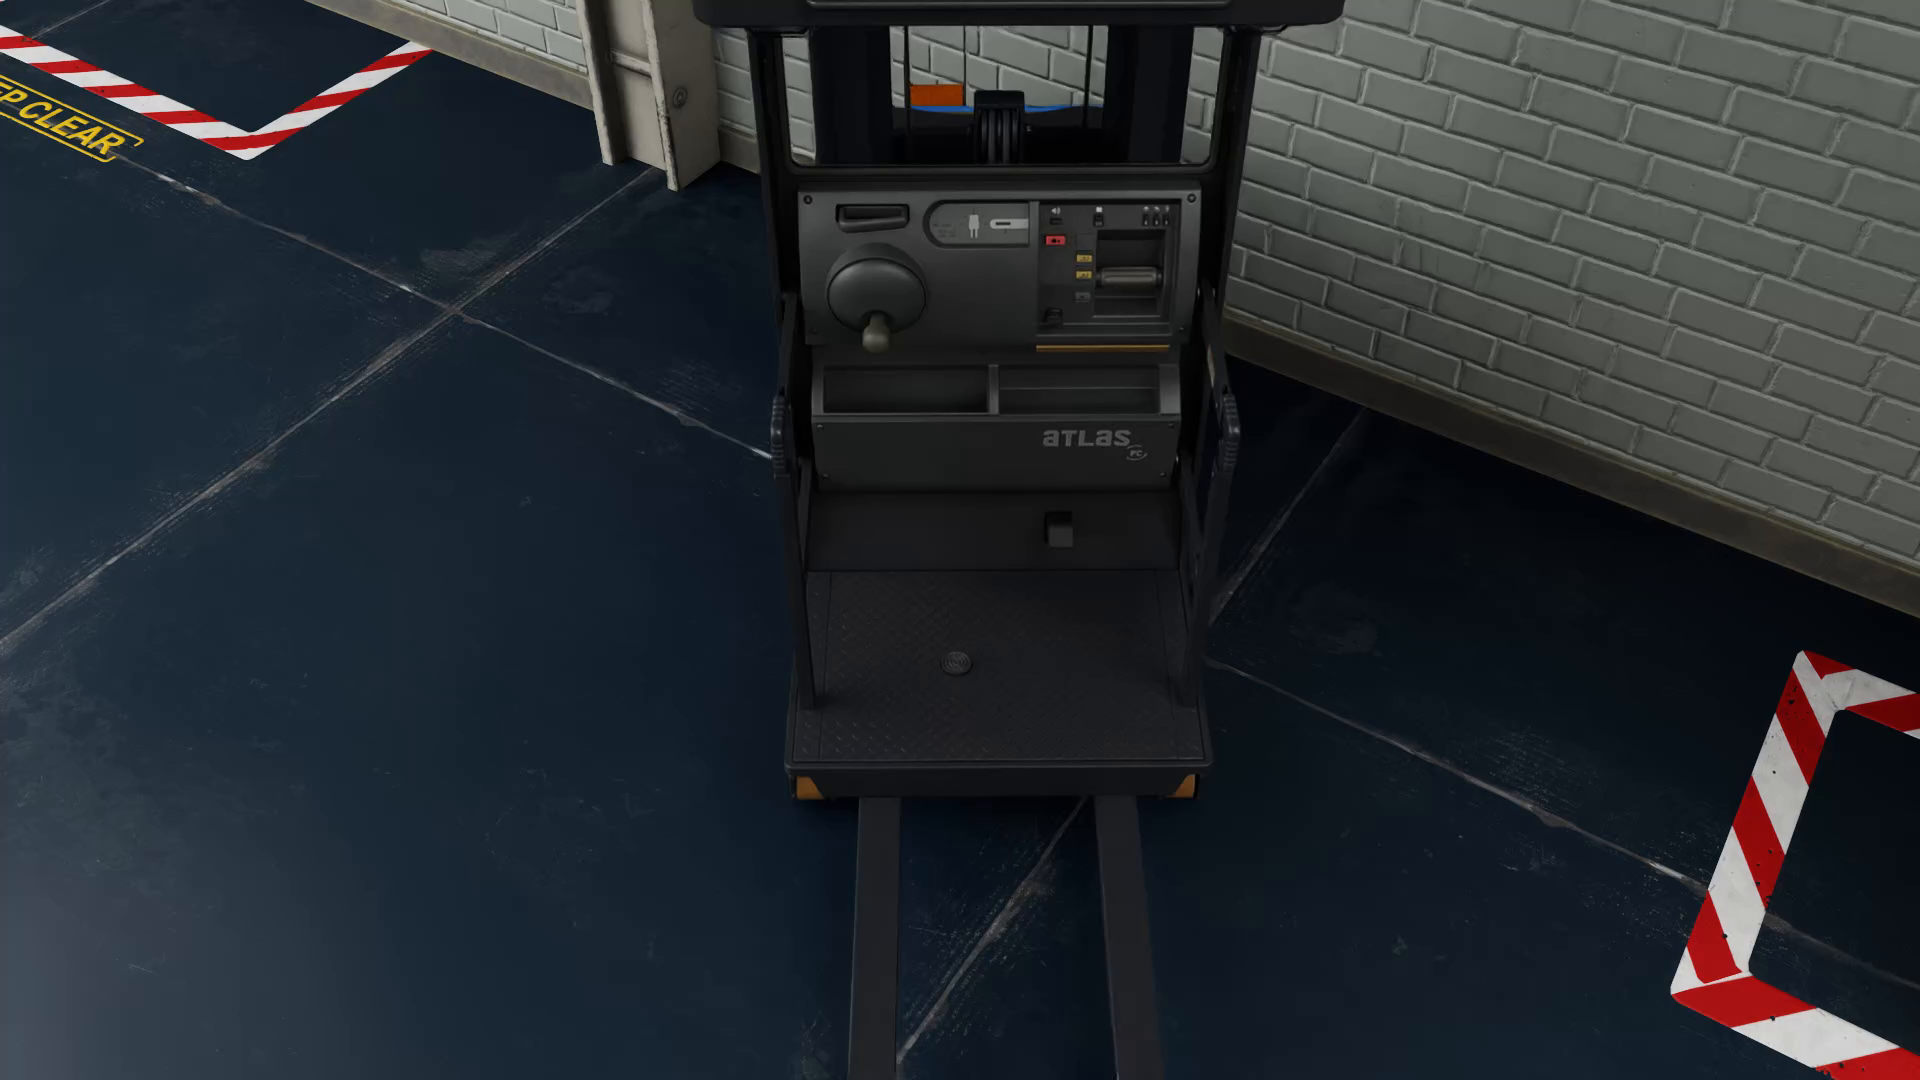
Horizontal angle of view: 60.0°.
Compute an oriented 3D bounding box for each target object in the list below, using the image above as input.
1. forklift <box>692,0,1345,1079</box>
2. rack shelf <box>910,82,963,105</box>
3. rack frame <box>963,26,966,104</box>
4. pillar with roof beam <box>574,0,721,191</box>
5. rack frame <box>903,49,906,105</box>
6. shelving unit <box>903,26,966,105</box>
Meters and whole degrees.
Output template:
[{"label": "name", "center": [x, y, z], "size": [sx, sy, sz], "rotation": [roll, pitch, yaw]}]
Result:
[{"label": "forklift", "center": [0.095, -0.541, 3.732], "size": [1.130, 2.935, 3.031], "rotation": [0, 46, 0]}, {"label": "rack shelf", "center": [-0.077, -1.352, 5.286], "size": [0.180, 0.103, 0.258], "rotation": [0, 45, 0]}, {"label": "rack frame", "center": [0.015, -1.132, 5.512], "size": [0.006, 1.200, 0.240], "rotation": [0, 45, 0]}, {"label": "pillar with roof beam", "center": [-3.526, -2.087, 1.003], "size": [0.400, 9.000, 9.100], "rotation": [25, 51, 22]}, {"label": "rack frame", "center": [-0.168, -1.131, 5.511], "size": [0.006, 1.200, 0.240], "rotation": [0, 45, 0]}, {"label": "shelving unit", "center": [-0.077, -1.131, 5.511], "size": [0.189, 1.200, 0.258], "rotation": [0, 45, 0]}]
